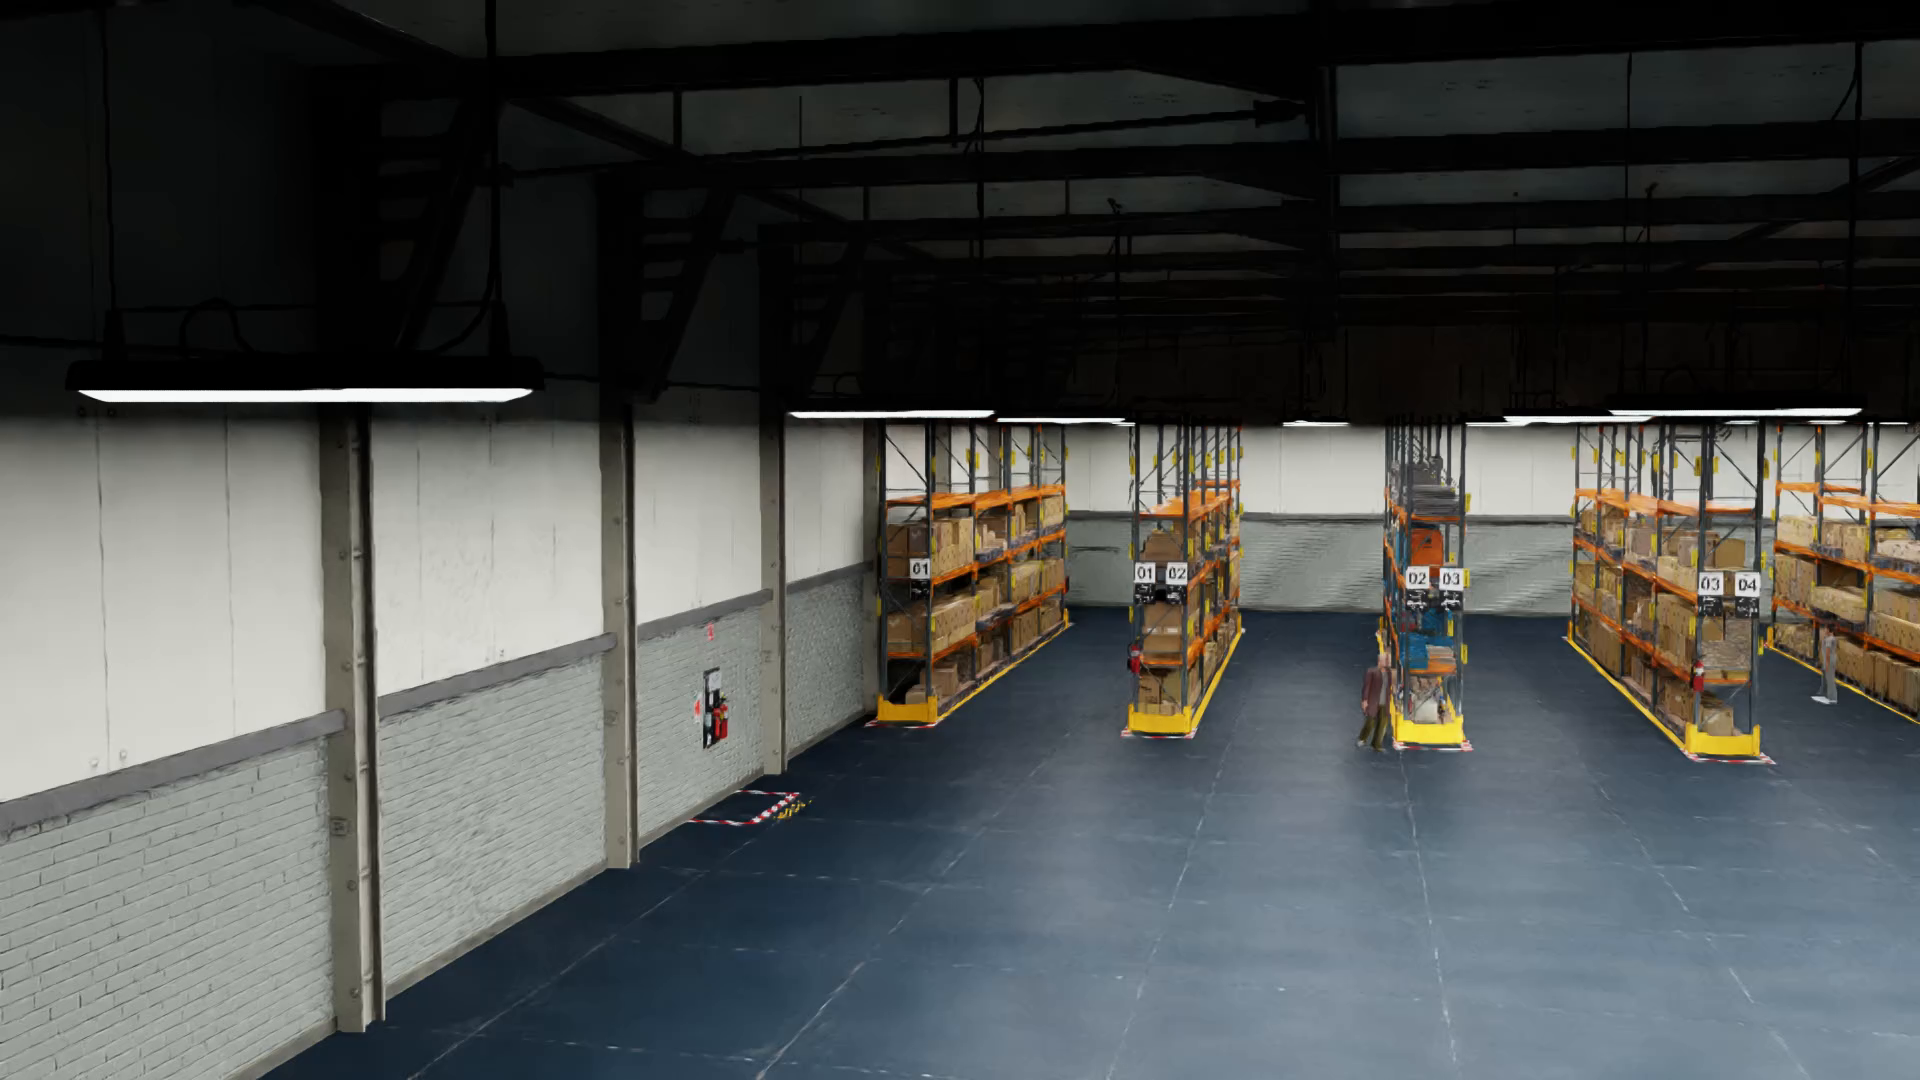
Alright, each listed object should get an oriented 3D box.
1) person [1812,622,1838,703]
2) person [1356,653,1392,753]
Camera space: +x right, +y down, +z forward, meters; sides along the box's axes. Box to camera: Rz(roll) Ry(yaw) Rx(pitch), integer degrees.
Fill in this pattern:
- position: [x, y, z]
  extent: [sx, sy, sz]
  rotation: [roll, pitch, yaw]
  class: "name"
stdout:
- position: [18.016, 2.538, 34.585]
  extent: [0.511, 1.672, 0.527]
  rotation: [3, 5, 39]
  class: "person"
- position: [7.318, 2.953, 29.348]
  extent: [0.625, 1.575, 0.571]
  rotation: [-2, 4, -22]
  class: "person"
